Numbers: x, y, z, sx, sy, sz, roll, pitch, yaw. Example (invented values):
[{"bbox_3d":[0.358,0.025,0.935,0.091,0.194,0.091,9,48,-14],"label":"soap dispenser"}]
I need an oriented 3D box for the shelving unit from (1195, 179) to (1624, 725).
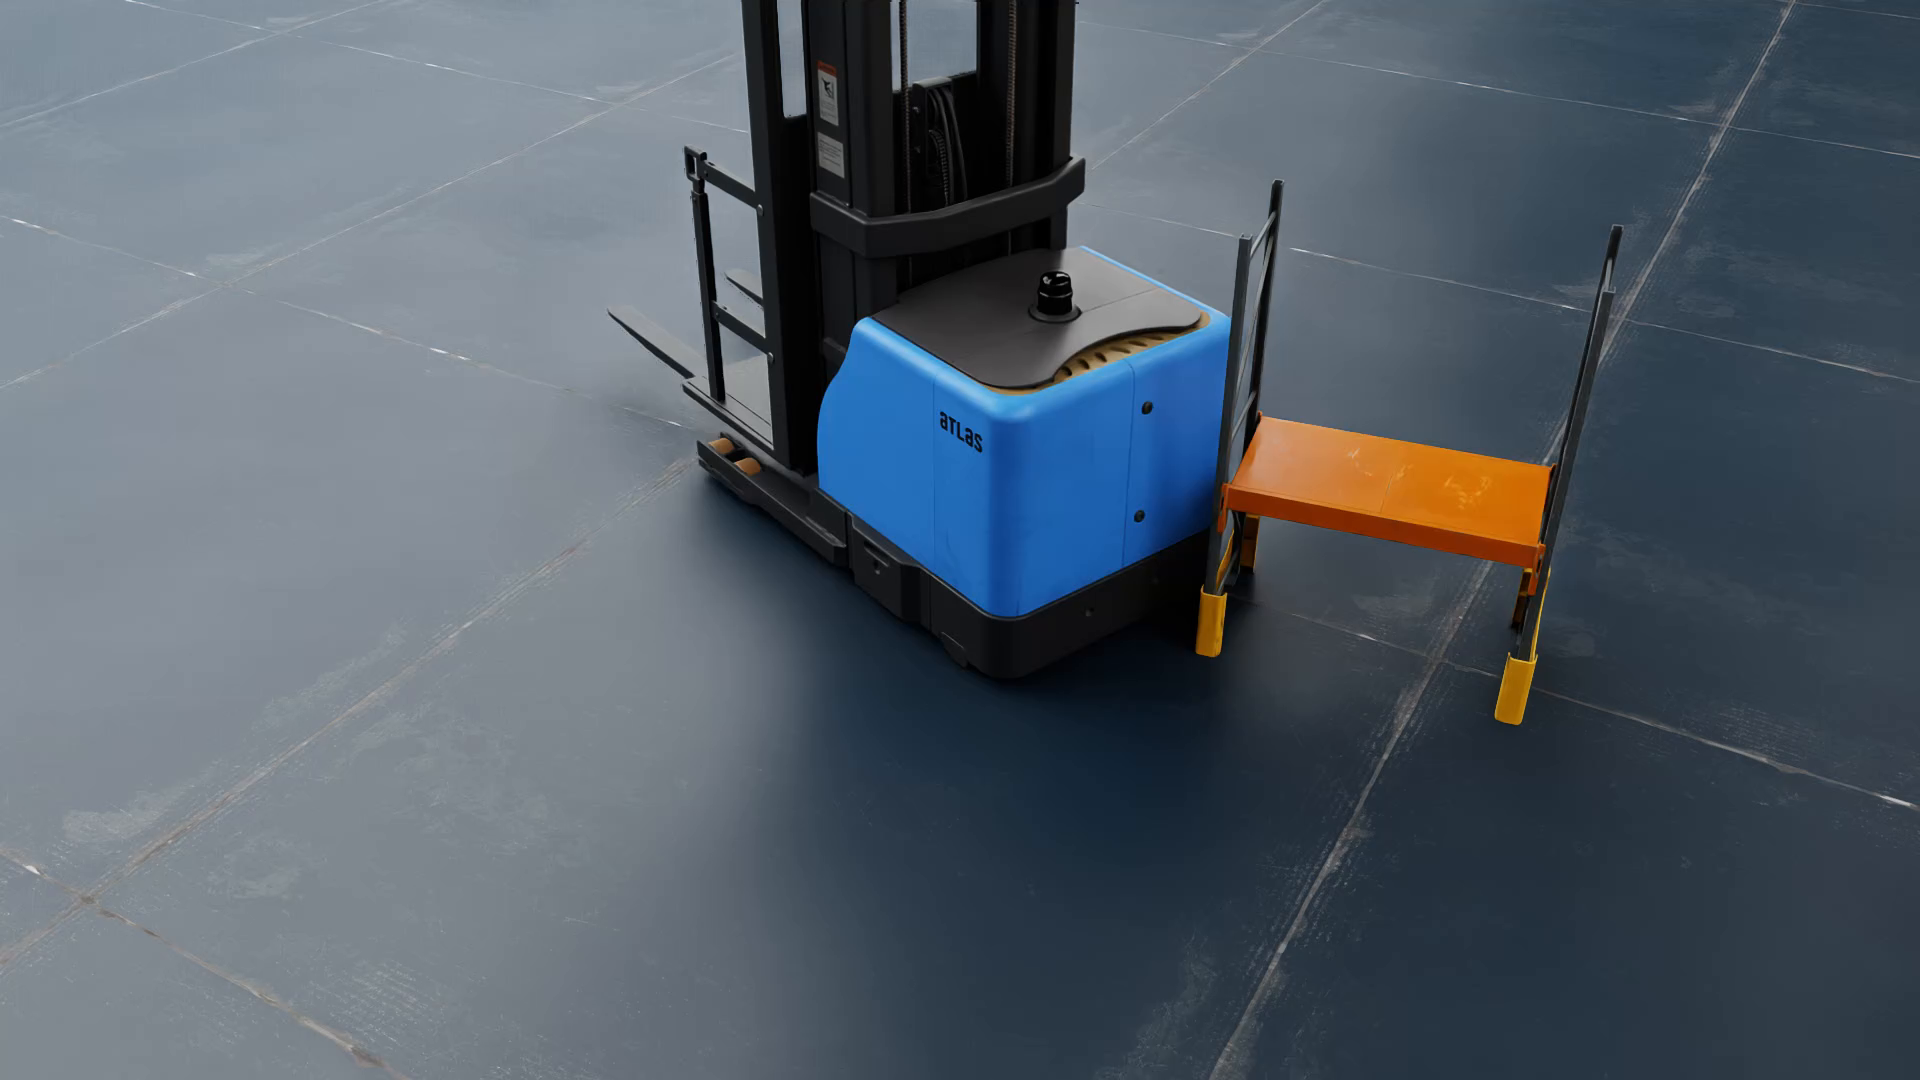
[{"bbox_3d":[1.405,-0.284,5.323,1.083,1.500,0.587,12,35,17],"label":"shelving unit"}]

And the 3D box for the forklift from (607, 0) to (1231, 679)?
[{"bbox_3d":[-0.381,-1.522,5.891,1.130,2.935,3.031,-23,40,-31],"label":"forklift"}]

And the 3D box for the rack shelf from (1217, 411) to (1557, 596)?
[{"bbox_3d":[1.396,-0.136,5.425,1.000,0.185,0.538,12,35,17],"label":"rack shelf"}]

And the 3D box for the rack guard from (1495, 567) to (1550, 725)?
[{"bbox_3d":[1.870,0.335,5.521,0.087,0.250,0.587,12,35,17],"label":"rack guard"}]

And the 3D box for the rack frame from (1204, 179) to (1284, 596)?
[{"bbox_3d":[0.922,-0.386,5.477,0.032,1.500,0.500,12,35,17],"label":"rack frame"}]

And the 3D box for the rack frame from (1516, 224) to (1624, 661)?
[{"bbox_3d":[1.871,-0.185,5.175,0.032,1.500,0.500,12,35,17],"label":"rack frame"}]

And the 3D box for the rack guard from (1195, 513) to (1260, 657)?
[{"bbox_3d":[0.940,0.138,5.818,0.087,0.250,0.587,12,35,17],"label":"rack guard"}]
